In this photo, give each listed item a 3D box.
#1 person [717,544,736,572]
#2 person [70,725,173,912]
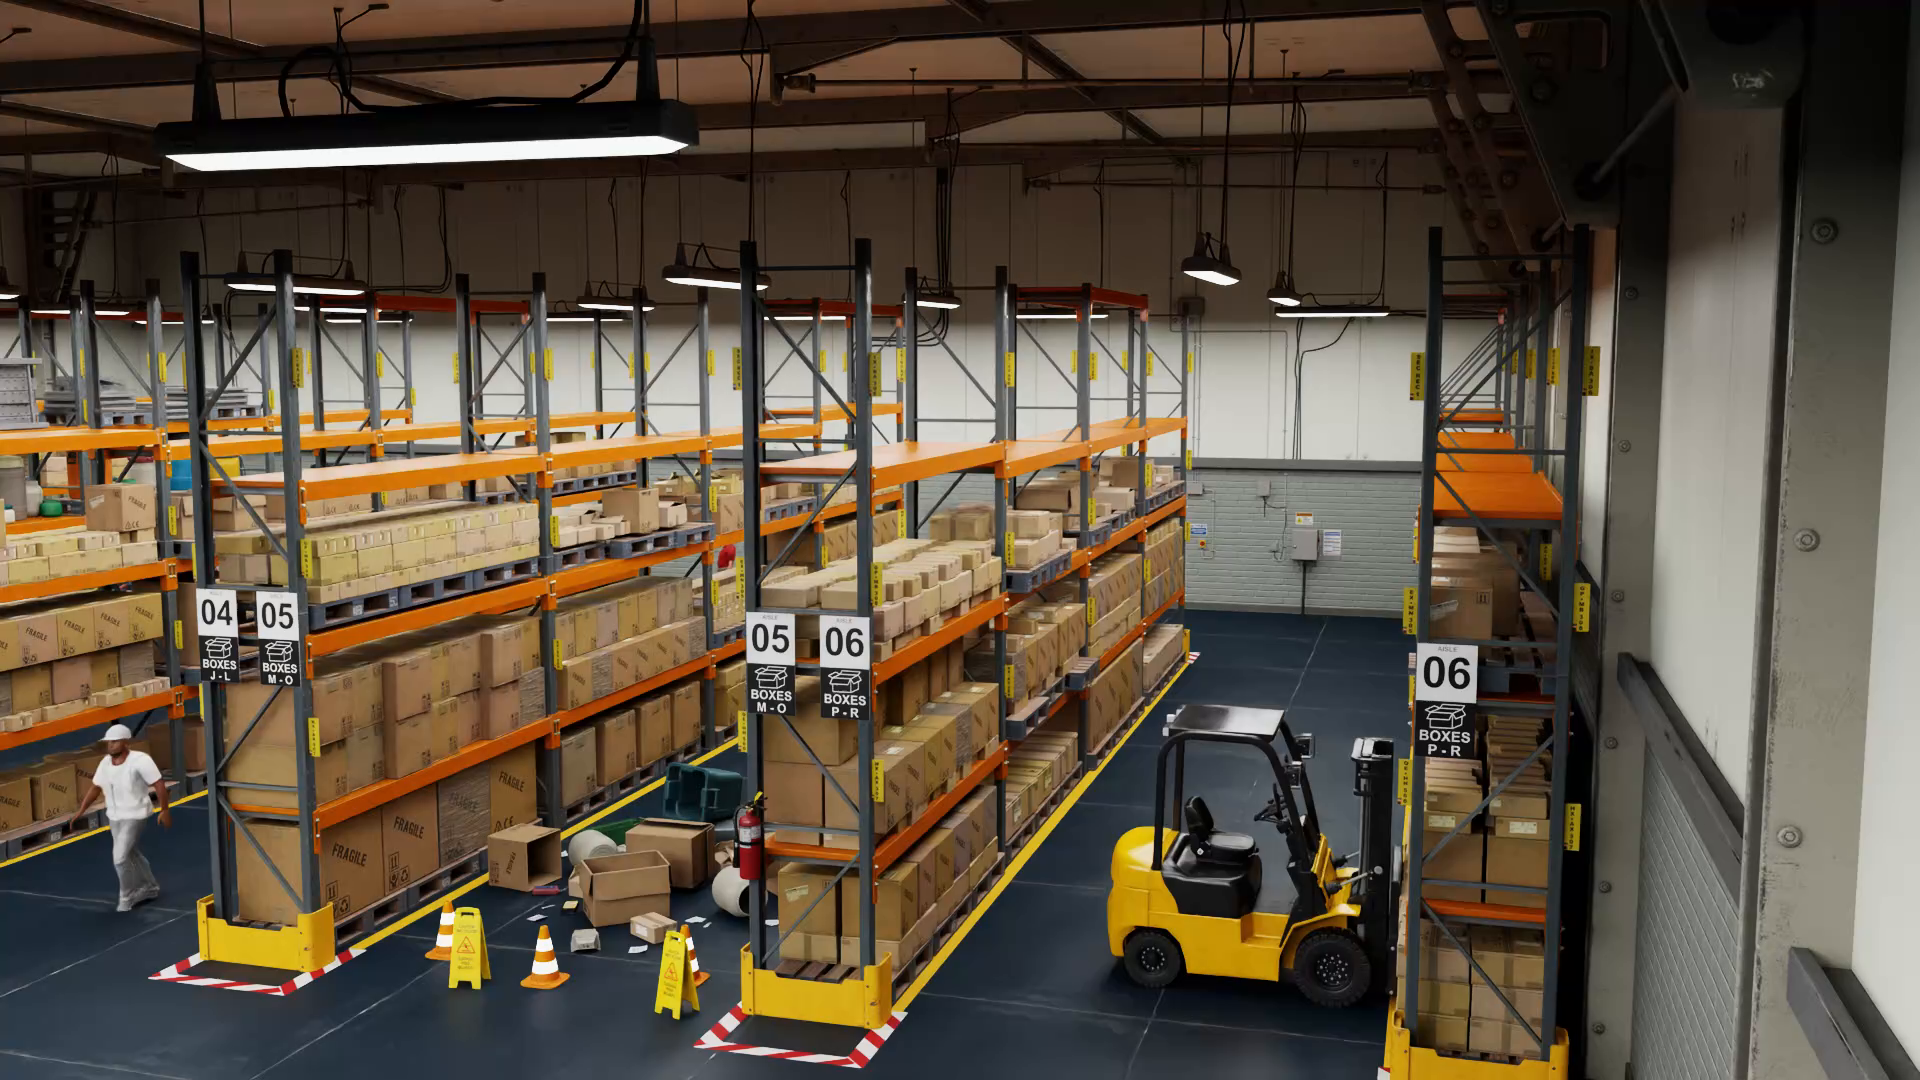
[{"bbox_3d":[-4.497,0.686,32.316,0.607,1.715,0.544,-2,7,-18],"label":"person"},{"bbox_3d":[-7.802,2.622,15.508,0.713,1.823,0.659,3,7,24],"label":"person"}]
